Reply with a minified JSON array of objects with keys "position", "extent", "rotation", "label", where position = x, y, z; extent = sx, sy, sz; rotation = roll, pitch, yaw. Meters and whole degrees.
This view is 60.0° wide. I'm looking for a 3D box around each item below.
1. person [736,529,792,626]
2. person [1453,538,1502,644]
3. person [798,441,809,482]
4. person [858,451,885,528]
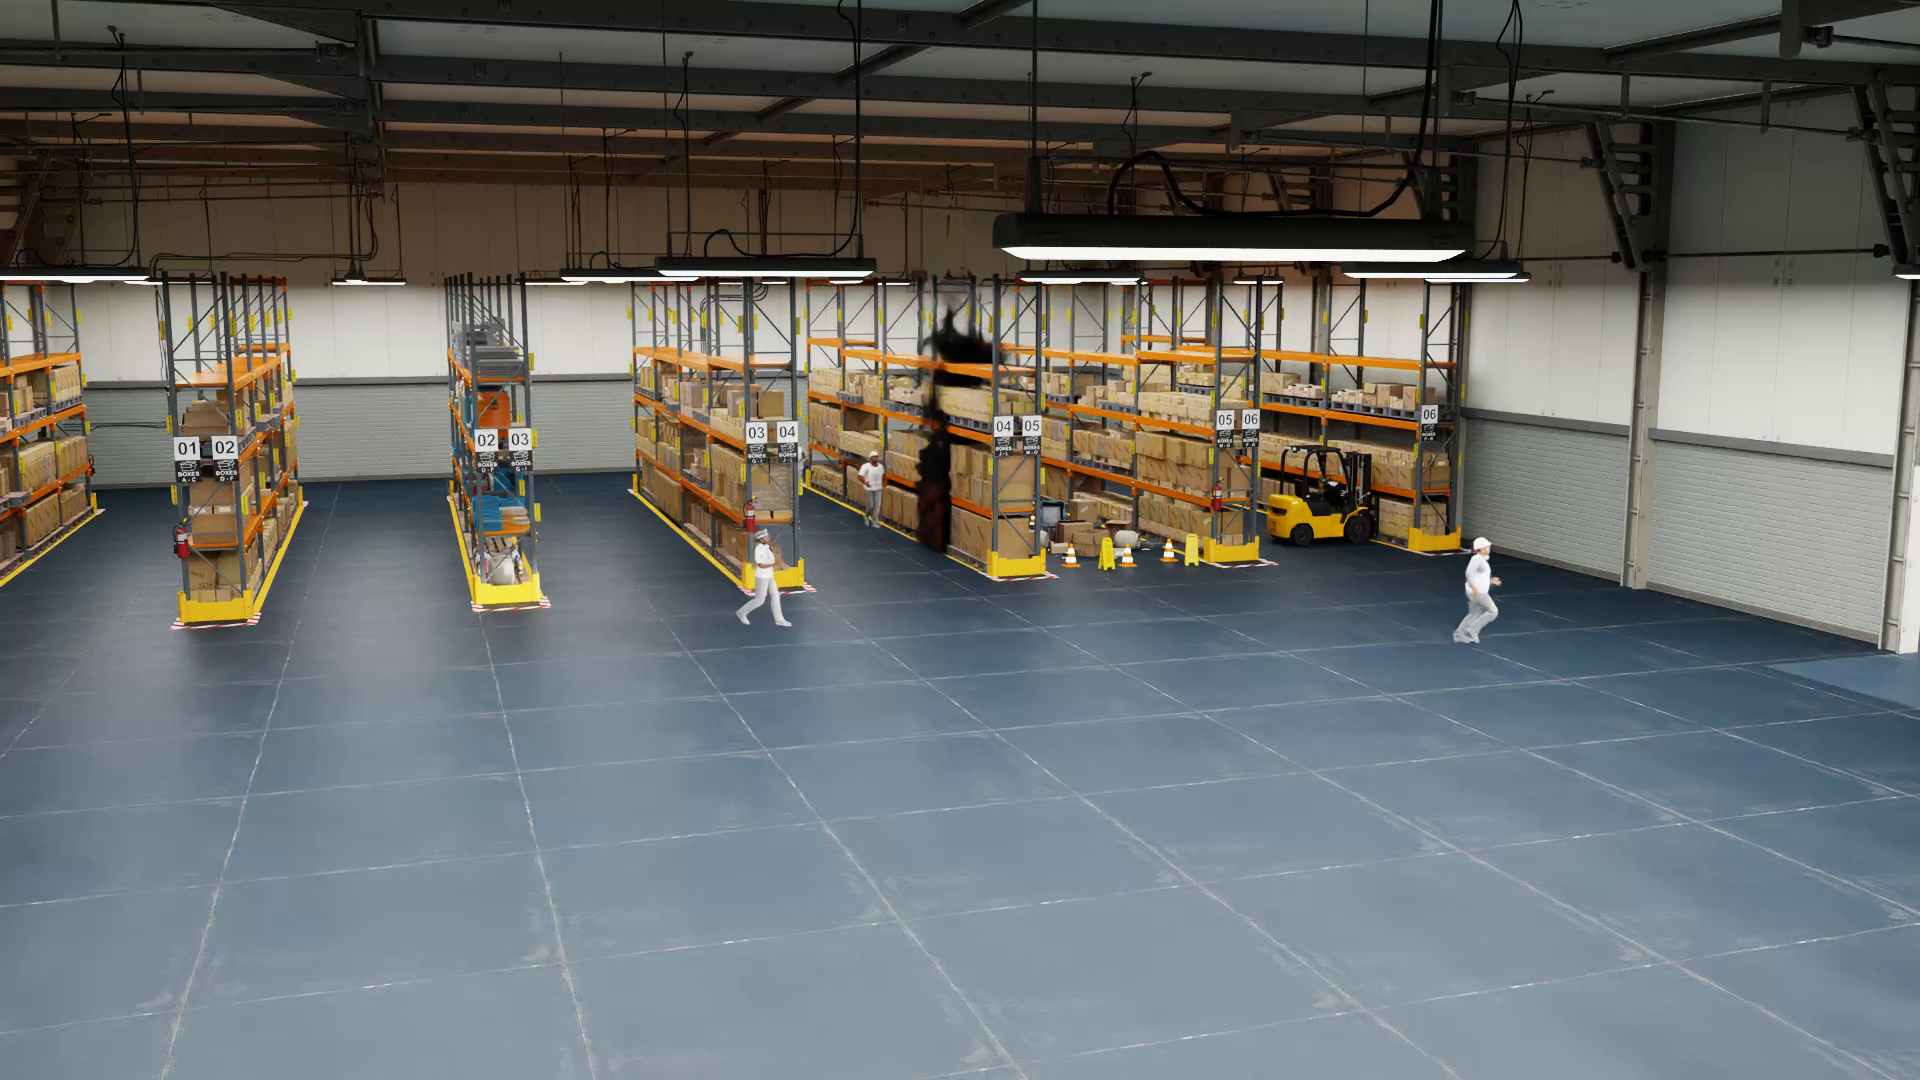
[{"position":[-3.322,0.635,28.148],"extent":[0.938,1.674,0.586],"rotation":[2,9,10],"label":"person"},{"position":[8.395,0.820,26.905],"extent":[0.733,1.725,0.595],"rotation":[2,9,11],"label":"person"},{"position":[-4.347,-1.844,44.298],"extent":[0.634,1.802,0.929],"rotation":[-2,9,-11],"label":"person"},{"position":[-1.971,-1.160,38.007],"extent":[0.697,1.755,0.703],"rotation":[-4,10,-26],"label":"person"}]
